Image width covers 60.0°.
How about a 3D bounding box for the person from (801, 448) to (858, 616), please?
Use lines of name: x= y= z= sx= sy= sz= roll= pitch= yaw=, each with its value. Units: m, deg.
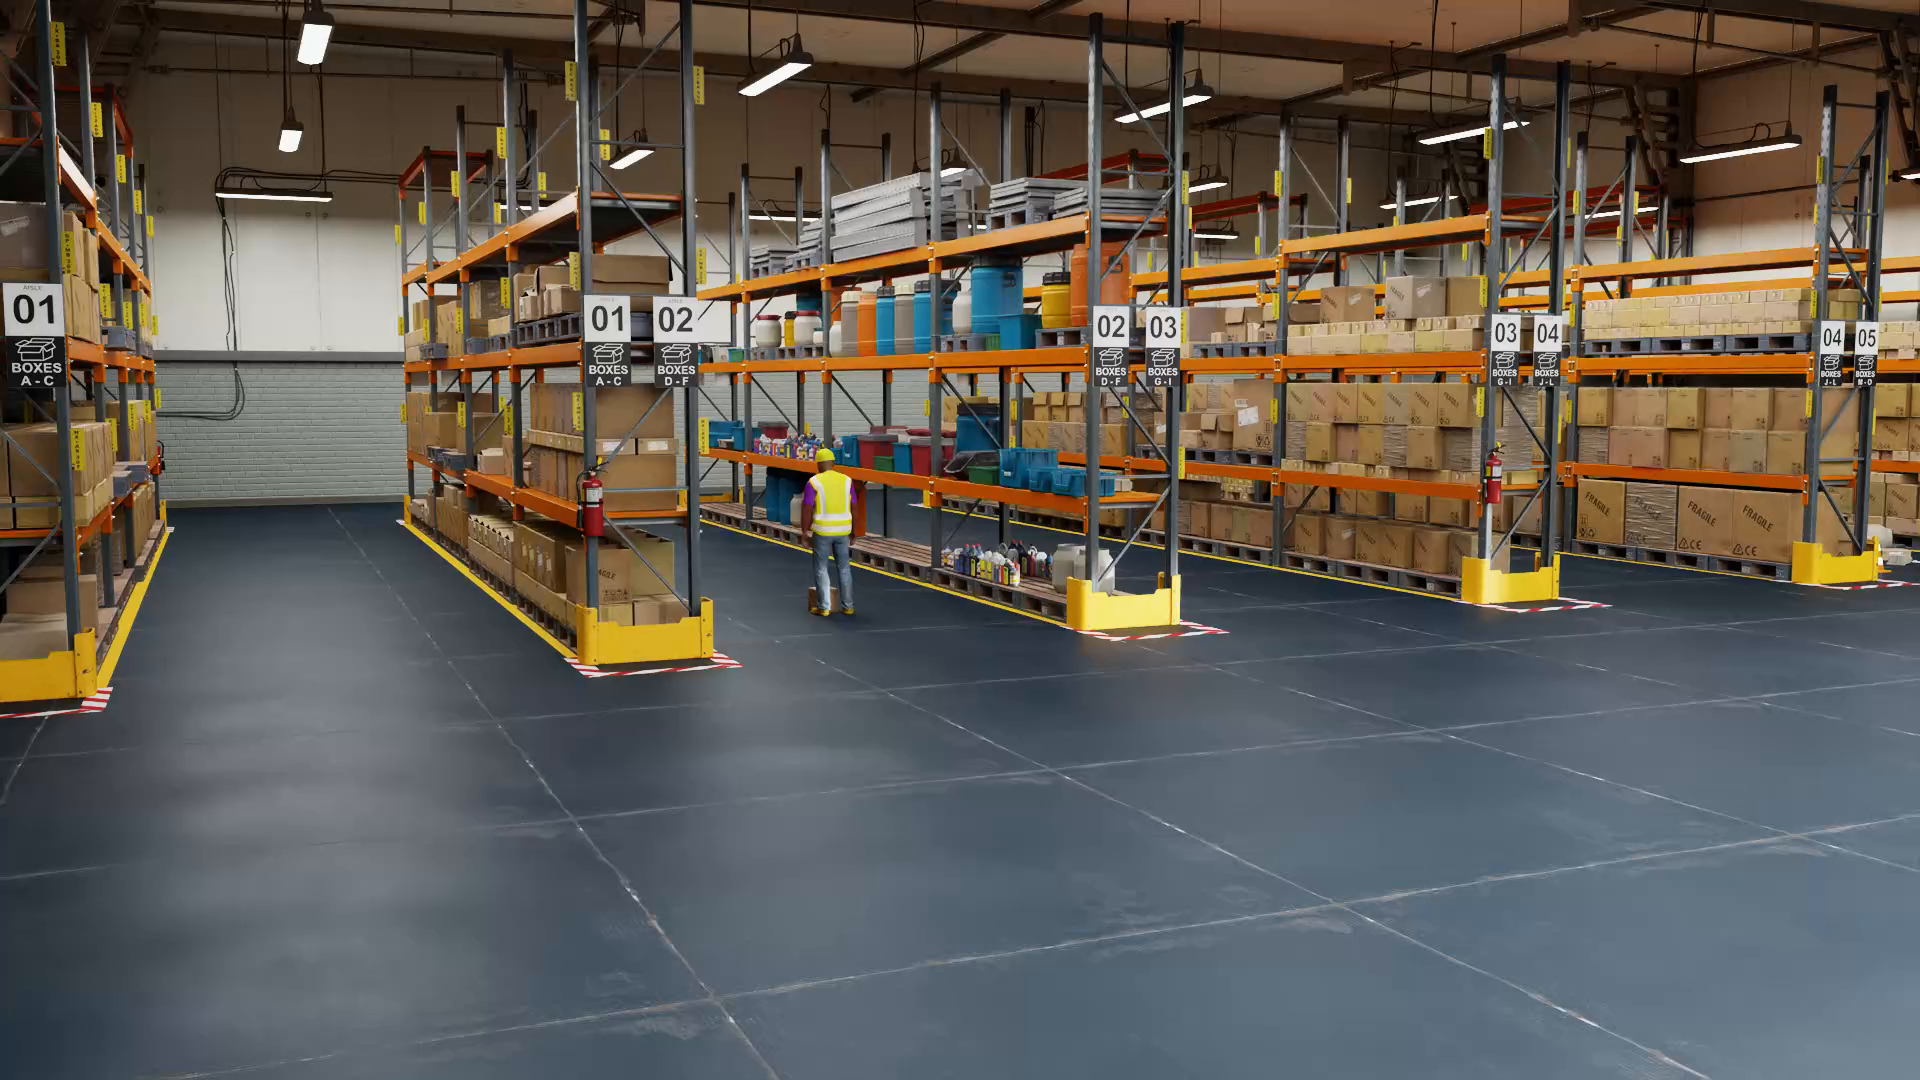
person: x=-1.382 y=-0.087 z=17.617 sx=0.637 sy=1.757 sz=0.455 roll=-3 pitch=6 yaw=-25
